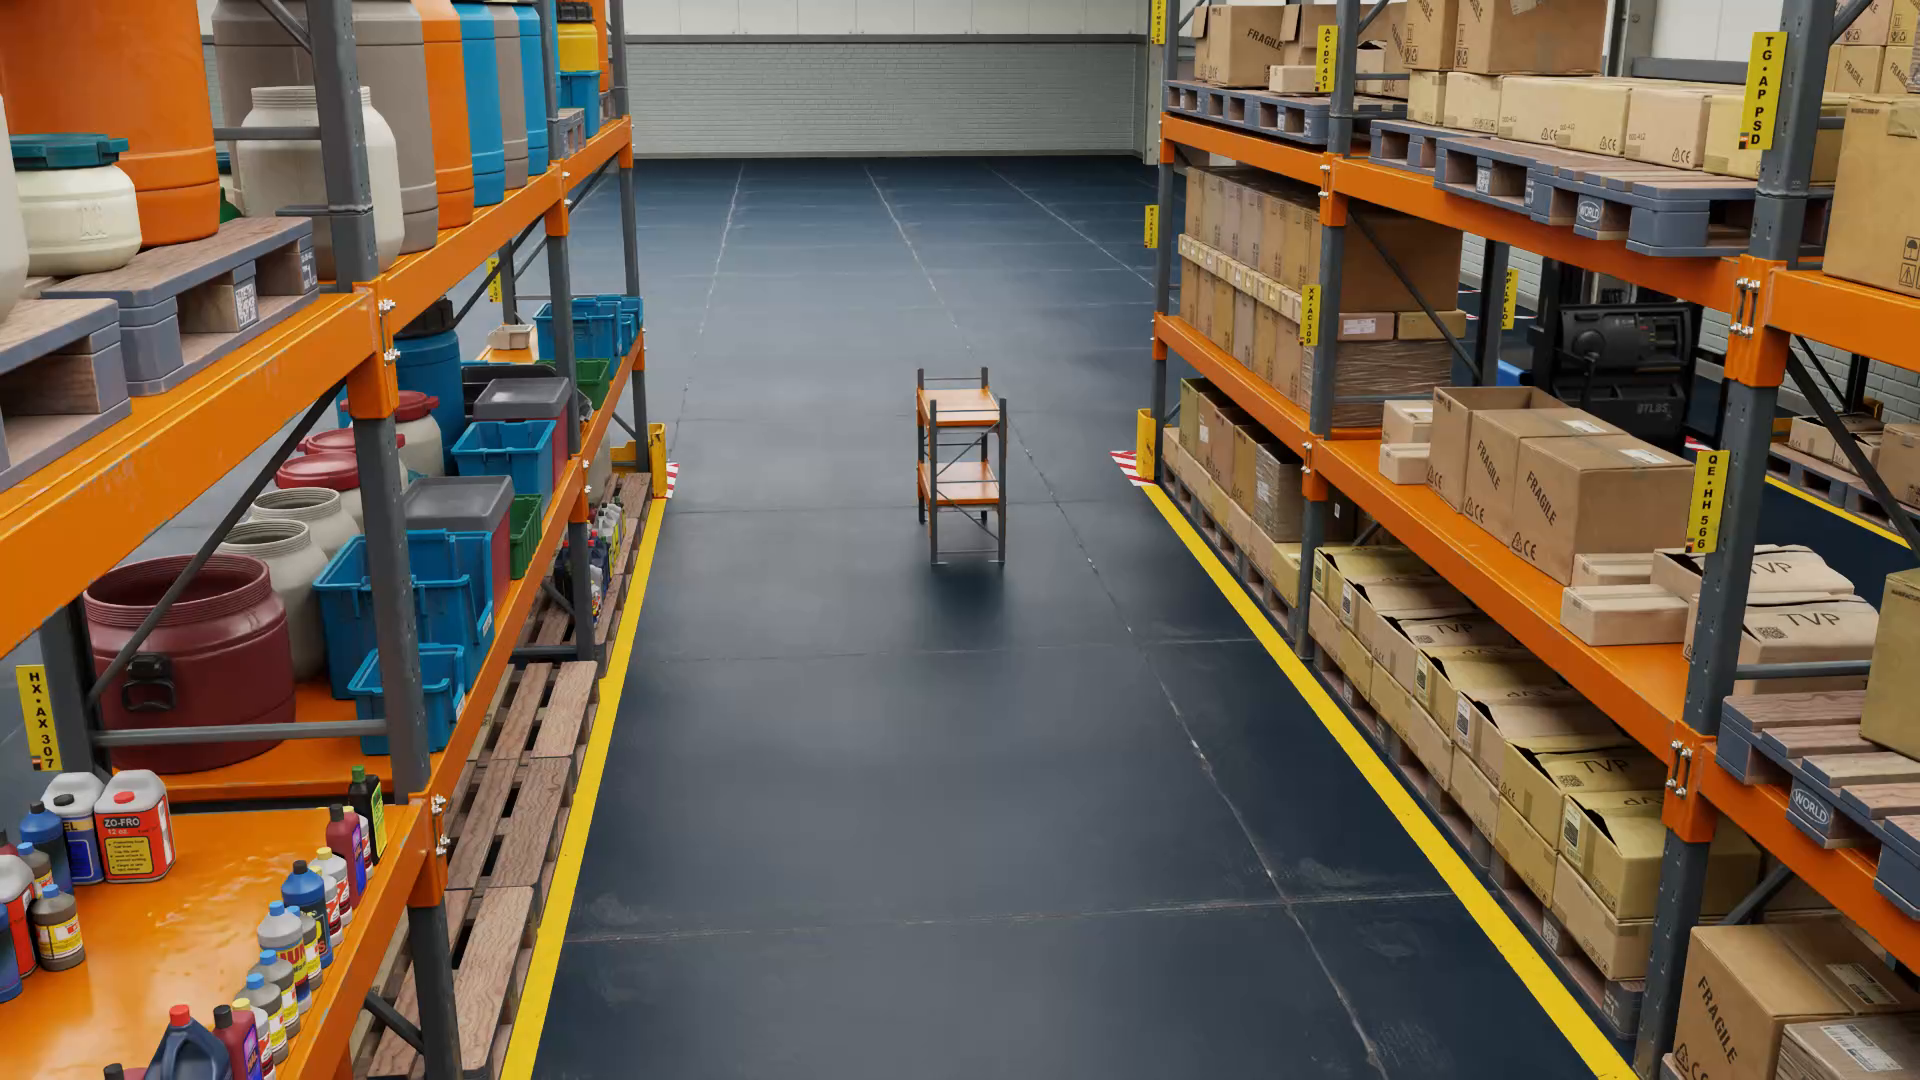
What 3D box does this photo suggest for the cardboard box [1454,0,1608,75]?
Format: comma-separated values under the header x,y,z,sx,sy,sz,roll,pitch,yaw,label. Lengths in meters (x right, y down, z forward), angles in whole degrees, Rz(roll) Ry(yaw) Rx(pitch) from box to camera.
x,y,z,sx,sy,sz,roll,pitch,yaw,label
2.538,-2.337,7.403,0.500,0.500,0.500,0,17,0,cardboard box

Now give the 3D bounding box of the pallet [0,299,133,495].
x,y,z,sx,sy,sz,roll,pitch,yaw,label
-1.968,-0.147,2.446,1.003,0.211,1.213,-2,18,-6,pallet

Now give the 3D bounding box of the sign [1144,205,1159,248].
x,y,z,sx,sy,sz,roll,pitch,yaw,label
1.467,-2.401,12.738,0.100,0.325,0.005,-2,18,-6,sign

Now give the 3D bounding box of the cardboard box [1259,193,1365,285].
x,y,z,sx,sy,sz,roll,pitch,yaw,label
2.276,-1.872,10.299,0.700,0.500,0.500,-2,18,-6,cardboard box

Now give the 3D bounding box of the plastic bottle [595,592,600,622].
x,y,z,sx,sy,sz,roll,pitch,yaw,label
-2.102,0.365,9.444,0.097,0.201,0.097,0,17,0,plastic bottle

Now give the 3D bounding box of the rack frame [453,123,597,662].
x,y,z,sx,sy,sz,roll,pitch,yaw,label
-2.495,-0.621,8.649,1.000,3.000,0.127,-2,18,-6,rack frame

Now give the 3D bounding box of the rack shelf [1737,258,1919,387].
x,y,z,sx,sy,sz,roll,pitch,yaw,label
3.051,-0.074,3.097,1.077,0.370,4.000,-2,18,-6,rack shelf

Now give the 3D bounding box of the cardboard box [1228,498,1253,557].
x,y,z,sx,sy,sz,roll,pitch,yaw,label
2.059,-0.091,10.849,0.500,0.250,0.500,-2,18,-6,cardboard box

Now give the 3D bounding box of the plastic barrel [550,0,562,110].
x,y,z,sx,sy,sz,roll,pitch,yaw,label
-2.491,-2.792,9.017,0.600,0.901,0.708,-2,18,-6,plastic barrel

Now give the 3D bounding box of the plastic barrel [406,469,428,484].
x,y,z,sx,sy,sz,roll,pitch,yaw,label
-2.511,-0.156,7.398,0.301,0.262,0.301,0,17,0,plastic barrel

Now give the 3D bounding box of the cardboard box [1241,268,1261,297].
x,y,z,sx,sy,sz,roll,pitch,yaw,label
2.031,-1.662,10.714,0.380,0.149,0.250,-1,17,-4,cardboard box

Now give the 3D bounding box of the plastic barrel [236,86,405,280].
x,y,z,sx,sy,sz,roll,pitch,yaw,label
-1.810,-1.016,4.712,0.421,0.512,0.421,0,17,0,plastic barrel

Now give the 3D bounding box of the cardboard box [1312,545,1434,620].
x,y,z,sx,sy,sz,roll,pitch,yaw,label
2.227,0.201,8.981,0.500,0.311,0.500,-2,18,-5,cardboard box

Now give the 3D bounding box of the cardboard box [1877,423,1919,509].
x,y,z,sx,sy,sz,roll,pitch,yaw,label
7.013,-0.538,11.821,0.700,0.500,0.500,-3,18,-9,cardboard box

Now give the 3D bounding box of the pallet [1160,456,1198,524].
x,y,z,sx,sy,sz,roll,pitch,yaw,label
2.140,-0.408,12.625,1.003,0.211,1.213,-2,18,-6,pallet

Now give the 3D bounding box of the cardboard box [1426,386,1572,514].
x,y,z,sx,sy,sz,roll,pitch,yaw,label
2.550,-0.435,7.887,0.500,0.500,0.500,-1,17,-2,cardboard box

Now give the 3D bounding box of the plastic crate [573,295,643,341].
x,y,z,sx,sy,sz,roll,pitch,yaw,label
-2.558,-1.602,12.022,0.499,0.251,0.616,-2,18,-6,plastic crate

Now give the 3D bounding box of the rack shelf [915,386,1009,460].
x,y,z,sx,sy,sz,roll,pitch,yaw,label
0.001,-0.814,11.415,0.538,0.278,1.000,-2,18,-6,rack shelf

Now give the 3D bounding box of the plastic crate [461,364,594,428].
x,y,z,sx,sy,sz,roll,pitch,yaw,label
-2.423,-0.752,9.167,0.767,0.338,0.504,-2,18,-6,plastic crate

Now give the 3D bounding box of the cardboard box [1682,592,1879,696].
x,y,z,sx,sy,sz,roll,pitch,yaw,label
2.851,0.351,5.700,0.500,0.311,0.500,-1,17,-2,cardboard box

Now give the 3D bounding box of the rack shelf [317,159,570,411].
x,y,z,sx,sy,sz,roll,pitch,yaw,label
-2.289,-1.114,6.409,1.077,0.370,4.000,-2,18,-6,rack shelf

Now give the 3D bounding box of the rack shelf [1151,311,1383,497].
x,y,z,sx,sy,sz,roll,pitch,yaw,label
2.226,-1.026,11.138,1.077,0.370,4.000,-2,18,-6,rack shelf

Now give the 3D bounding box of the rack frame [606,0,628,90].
x,y,z,sx,sy,sz,roll,pitch,yaw,label
-2.908,-4.675,11.546,1.000,3.000,0.127,-2,18,-6,rack frame

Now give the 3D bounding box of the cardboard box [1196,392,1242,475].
x,y,z,sx,sy,sz,roll,pitch,yaw,label
1.972,-0.747,11.687,0.500,0.500,0.500,-2,18,-6,cardboard box

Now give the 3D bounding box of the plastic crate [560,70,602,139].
x,y,z,sx,sy,sz,roll,pitch,yaw,label
-2.411,-2.678,10.218,0.392,0.384,0.575,-2,18,-6,plastic crate

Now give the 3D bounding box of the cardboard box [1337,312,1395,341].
x,y,z,sx,sy,sz,roll,pitch,yaw,label
2.191,-1.205,9.258,0.380,0.149,0.250,-2,18,-6,cardboard box

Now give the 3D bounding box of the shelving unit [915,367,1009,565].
x,y,z,sx,sy,sz,roll,pitch,yaw,label
0.001,-0.535,11.502,0.538,1.125,1.048,-2,18,-6,shelving unit

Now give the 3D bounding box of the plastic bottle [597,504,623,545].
x,y,z,sx,sy,sz,roll,pitch,yaw,label
-2.283,-0.114,10.845,0.152,0.276,0.135,-2,18,-5,plastic bottle

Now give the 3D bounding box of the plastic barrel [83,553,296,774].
x,y,z,sx,sy,sz,roll,pitch,yaw,label
-2.432,0.376,5.243,0.600,0.536,0.708,-2,18,-6,plastic barrel

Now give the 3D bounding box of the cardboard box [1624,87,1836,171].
x,y,z,sx,sy,sz,roll,pitch,yaw,label
2.670,-1.431,5.768,0.500,0.250,0.500,-1,17,-4,cardboard box

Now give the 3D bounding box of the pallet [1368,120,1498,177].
x,y,z,sx,sy,sz,roll,pitch,yaw,label
2.536,-1.851,7.876,0.805,0.209,1.217,-2,18,-8,pallet

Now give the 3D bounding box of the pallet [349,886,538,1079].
x,y,z,sx,sy,sz,roll,pitch,yaw,label
-2.124,1.669,6.010,1.003,0.211,1.213,-2,18,-6,pallet

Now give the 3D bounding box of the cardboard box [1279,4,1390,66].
x,y,z,sx,sy,sz,roll,pitch,yaw,label
2.388,-3.015,10.159,0.797,0.503,0.637,0,17,0,cardboard box

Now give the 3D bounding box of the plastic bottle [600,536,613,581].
x,y,z,sx,sy,sz,roll,pitch,yaw,label
-2.161,0.105,10.137,0.061,0.283,0.133,-1,17,-3,plastic bottle

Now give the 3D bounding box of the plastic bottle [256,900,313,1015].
x,y,z,sx,sy,sz,roll,pitch,yaw,label
-1.559,0.959,3.830,0.097,0.271,0.097,0,17,0,plastic bottle

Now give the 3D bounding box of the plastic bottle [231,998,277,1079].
x,y,z,sx,sy,sz,roll,pitch,yaw,label
-1.529,1.079,3.564,0.097,0.201,0.097,0,17,0,plastic bottle

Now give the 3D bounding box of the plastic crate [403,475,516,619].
x,y,z,sx,sy,sz,roll,pitch,yaw,label
-1.945,0.049,6.407,0.402,0.464,0.583,-2,18,-6,plastic crate

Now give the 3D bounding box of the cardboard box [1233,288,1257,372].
x,y,z,sx,sy,sz,roll,pitch,yaw,label
2.218,-1.412,11.001,0.700,0.500,0.500,-1,17,-4,cardboard box

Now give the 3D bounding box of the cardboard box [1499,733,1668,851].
x,y,z,sx,sy,sz,roll,pitch,yaw,label
2.486,0.959,6.567,0.500,0.311,0.500,-2,18,-6,cardboard box

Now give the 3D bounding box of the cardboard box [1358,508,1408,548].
x,y,z,sx,sy,sz,roll,pitch,yaw,label
2.696,-0.167,9.840,0.500,0.500,0.500,-2,18,-6,cardboard box

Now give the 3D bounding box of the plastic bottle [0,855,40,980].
x,y,z,sx,sy,sz,roll,pitch,yaw,label
-2.312,0.906,3.990,0.152,0.276,0.135,-2,18,-6,plastic bottle

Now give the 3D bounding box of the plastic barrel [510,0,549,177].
x,y,z,sx,sy,sz,roll,pitch,yaw,label
-2.227,-2.147,7.663,0.600,0.901,0.708,-2,18,-6,plastic barrel

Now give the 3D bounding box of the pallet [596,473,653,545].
x,y,z,sx,sy,sz,roll,pitch,yaw,label
-2.775,-0.219,12.024,1.003,0.211,1.213,-2,18,-6,pallet

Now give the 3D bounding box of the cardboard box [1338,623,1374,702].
x,y,z,sx,sy,sz,roll,pitch,yaw,label
2.279,0.618,8.589,0.500,0.250,0.500,-1,17,-4,cardboard box

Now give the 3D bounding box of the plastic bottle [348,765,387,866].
x,y,z,sx,sy,sz,roll,pitch,yaw,label
-1.616,0.733,4.528,0.061,0.283,0.133,-2,18,-6,plastic bottle

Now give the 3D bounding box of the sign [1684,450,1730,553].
x,y,z,sx,sy,sz,roll,pitch,yaw,label
2.293,-0.116,5.106,0.100,0.325,0.005,-2,18,-6,sign

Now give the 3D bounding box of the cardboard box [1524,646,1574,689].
x,y,z,sx,sy,sz,roll,pitch,yaw,label
2.916,0.636,7.597,0.500,0.311,0.500,-2,18,-6,cardboard box

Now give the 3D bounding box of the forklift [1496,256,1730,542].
x,y,z,sx,sy,sz,roll,pitch,yaw,label
4.606,-1.396,11.230,1.130,2.935,3.031,-2,18,-7,forklift

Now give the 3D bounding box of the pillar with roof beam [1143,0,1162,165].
x,y,z,sx,sy,sz,roll,pitch,yaw,label
0.503,-13.605,39.988,9.100,9.000,0.400,-2,18,-6,pillar with roof beam

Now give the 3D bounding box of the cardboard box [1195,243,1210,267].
x,y,z,sx,sy,sz,roll,pitch,yaw,label
1.900,-2.046,11.936,0.380,0.149,0.250,-2,18,-5,cardboard box

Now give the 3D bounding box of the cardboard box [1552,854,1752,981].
x,y,z,sx,sy,sz,roll,pitch,yaw,label
2.548,1.381,6.161,0.500,0.250,0.500,-1,17,-4,cardboard box

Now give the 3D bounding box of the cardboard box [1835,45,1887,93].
x,y,z,sx,sy,sz,roll,pitch,yaw,label
6.752,-3.339,12.097,0.500,0.500,0.500,-1,17,-2,cardboard box

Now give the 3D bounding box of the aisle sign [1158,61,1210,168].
x,y,z,sx,sy,sz,roll,pitch,yaw,label
1.708,-3.216,12.572,0.394,0.787,0.004,-2,18,-6,aisle sign

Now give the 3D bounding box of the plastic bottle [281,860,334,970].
x,y,z,sx,sy,sz,roll,pitch,yaw,label
-1.579,0.901,4.015,0.097,0.271,0.097,0,17,0,plastic bottle
